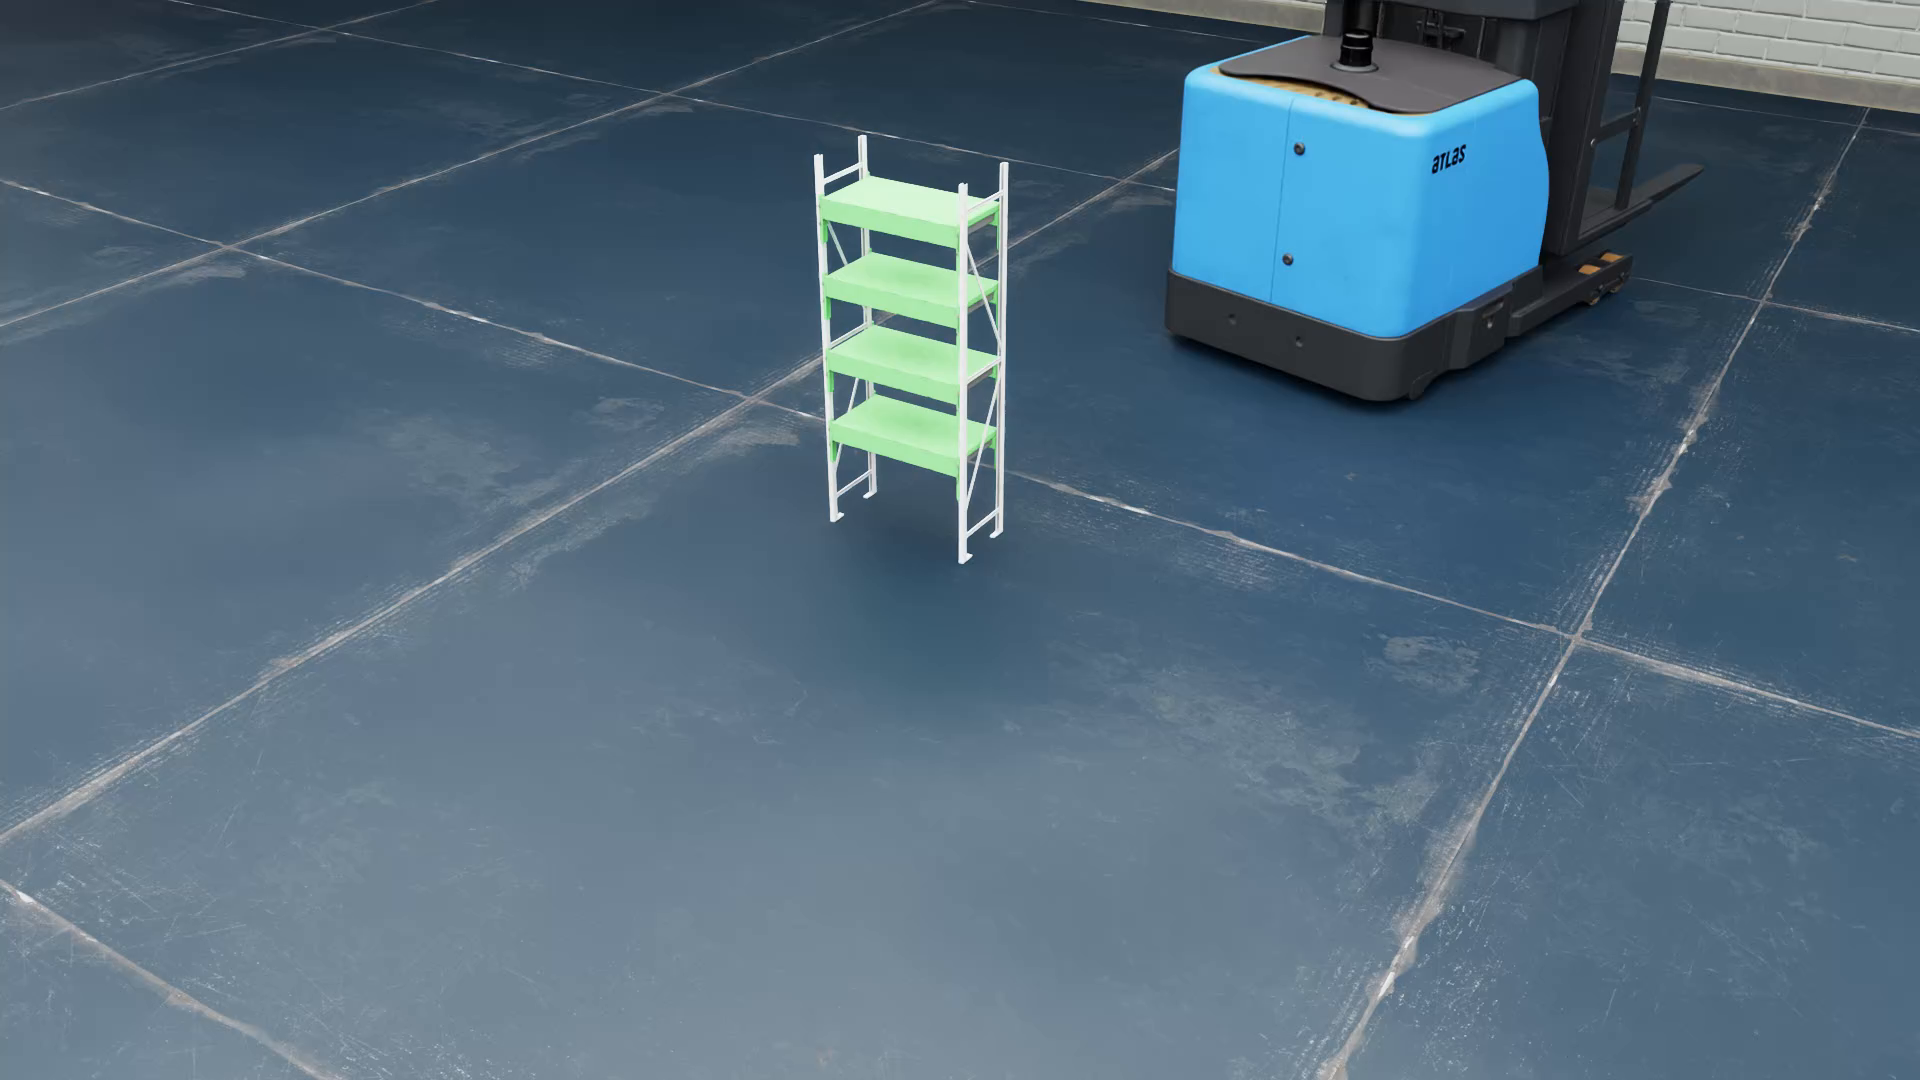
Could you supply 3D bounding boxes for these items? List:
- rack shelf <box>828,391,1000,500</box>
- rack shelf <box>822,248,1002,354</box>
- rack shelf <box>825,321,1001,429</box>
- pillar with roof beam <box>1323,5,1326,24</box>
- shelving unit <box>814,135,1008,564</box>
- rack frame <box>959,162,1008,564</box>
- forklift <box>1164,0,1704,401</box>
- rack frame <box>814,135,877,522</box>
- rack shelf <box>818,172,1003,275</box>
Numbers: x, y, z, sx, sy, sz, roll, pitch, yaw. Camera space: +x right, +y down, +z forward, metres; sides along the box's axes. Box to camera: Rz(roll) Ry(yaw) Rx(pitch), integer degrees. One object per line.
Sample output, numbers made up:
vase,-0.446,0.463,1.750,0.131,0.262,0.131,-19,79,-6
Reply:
rack shelf,-0.140,-0.300,5.177,0.480,0.148,0.258,18,35,27
rack shelf,-0.140,-0.715,4.935,0.480,0.148,0.258,18,35,27
rack shelf,-0.140,-0.507,5.056,0.480,0.148,0.258,18,35,27
pillar with roof beam,0.294,-5.267,5.348,0.400,9.000,9.100,18,35,27
shelving unit,-0.140,-0.563,5.024,0.503,1.200,0.258,18,35,27
rack frame,0.066,-0.497,4.912,0.015,1.200,0.240,18,35,27
forklift,2.199,-2.406,6.466,1.130,2.935,3.031,26,39,37
rack frame,-0.347,-0.628,5.136,0.015,1.200,0.240,18,35,27
rack shelf,-0.140,-0.922,4.814,0.480,0.148,0.258,18,35,27
